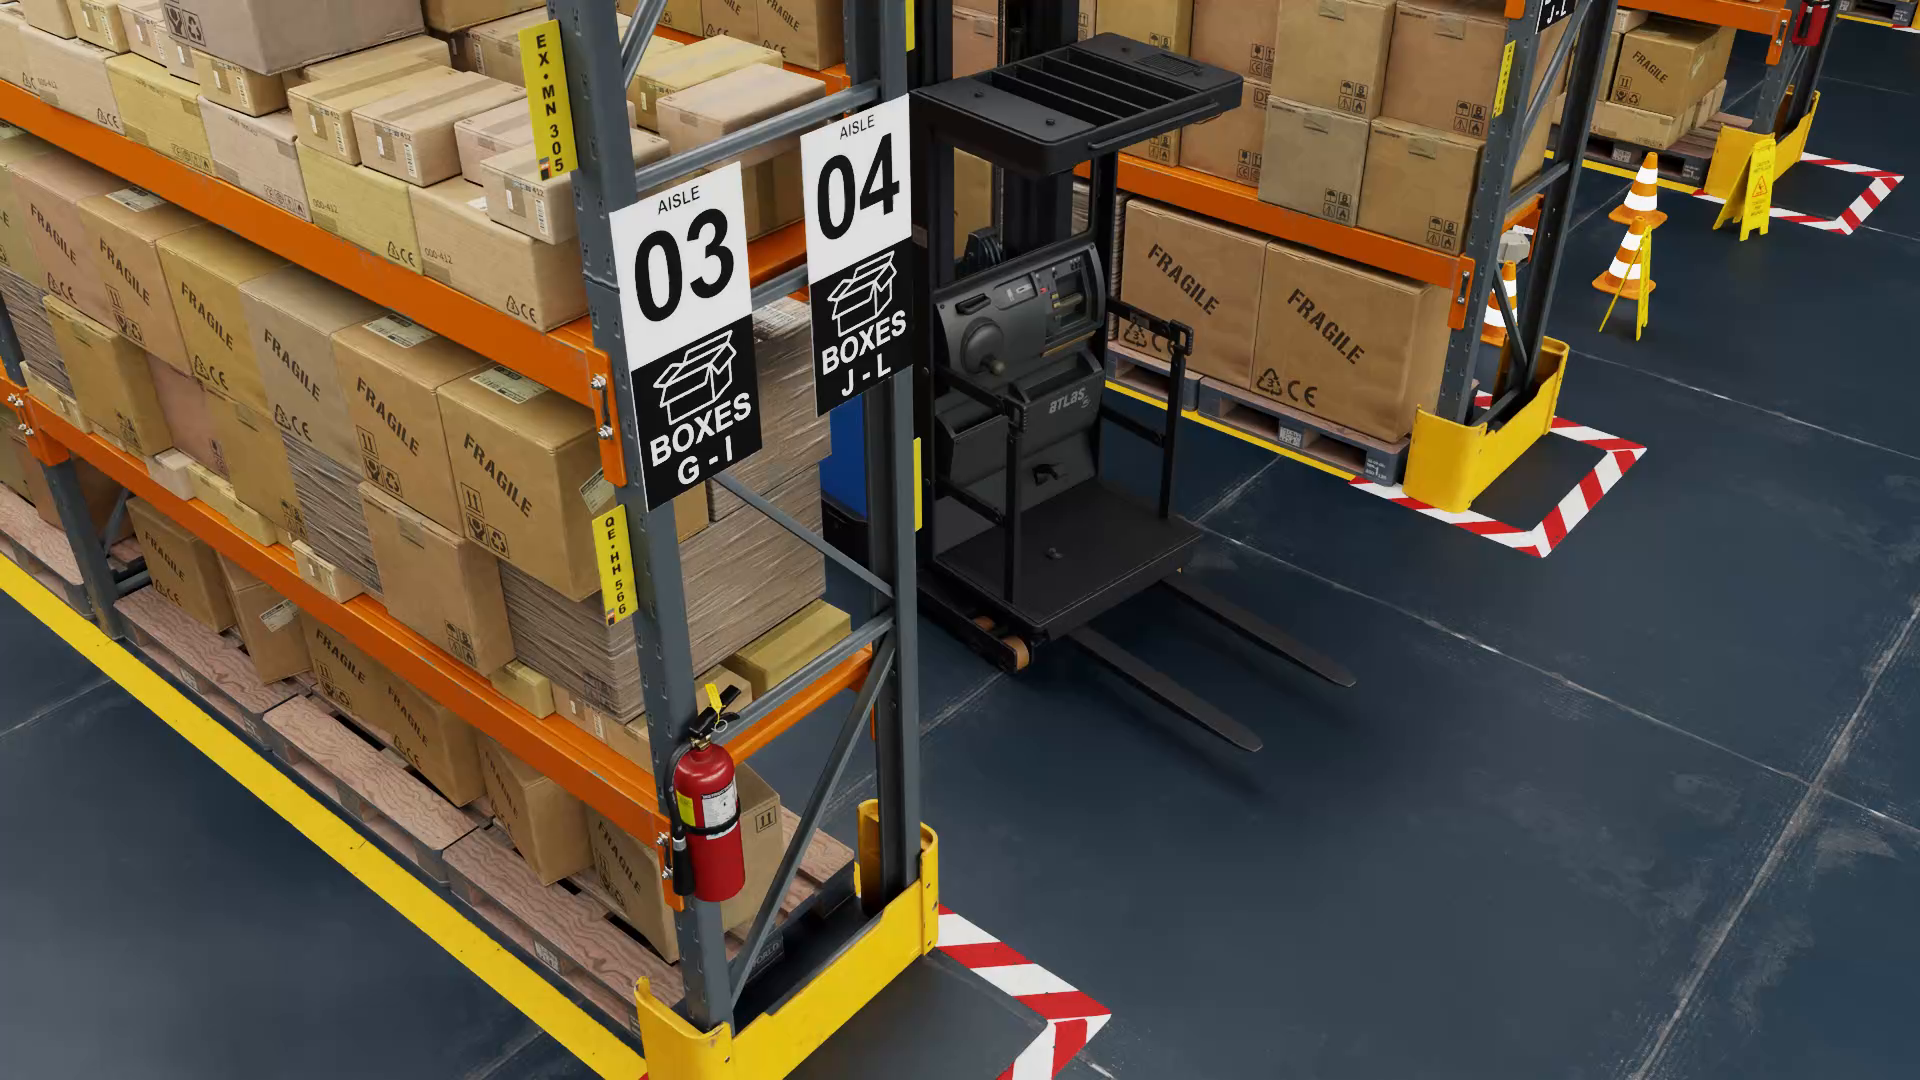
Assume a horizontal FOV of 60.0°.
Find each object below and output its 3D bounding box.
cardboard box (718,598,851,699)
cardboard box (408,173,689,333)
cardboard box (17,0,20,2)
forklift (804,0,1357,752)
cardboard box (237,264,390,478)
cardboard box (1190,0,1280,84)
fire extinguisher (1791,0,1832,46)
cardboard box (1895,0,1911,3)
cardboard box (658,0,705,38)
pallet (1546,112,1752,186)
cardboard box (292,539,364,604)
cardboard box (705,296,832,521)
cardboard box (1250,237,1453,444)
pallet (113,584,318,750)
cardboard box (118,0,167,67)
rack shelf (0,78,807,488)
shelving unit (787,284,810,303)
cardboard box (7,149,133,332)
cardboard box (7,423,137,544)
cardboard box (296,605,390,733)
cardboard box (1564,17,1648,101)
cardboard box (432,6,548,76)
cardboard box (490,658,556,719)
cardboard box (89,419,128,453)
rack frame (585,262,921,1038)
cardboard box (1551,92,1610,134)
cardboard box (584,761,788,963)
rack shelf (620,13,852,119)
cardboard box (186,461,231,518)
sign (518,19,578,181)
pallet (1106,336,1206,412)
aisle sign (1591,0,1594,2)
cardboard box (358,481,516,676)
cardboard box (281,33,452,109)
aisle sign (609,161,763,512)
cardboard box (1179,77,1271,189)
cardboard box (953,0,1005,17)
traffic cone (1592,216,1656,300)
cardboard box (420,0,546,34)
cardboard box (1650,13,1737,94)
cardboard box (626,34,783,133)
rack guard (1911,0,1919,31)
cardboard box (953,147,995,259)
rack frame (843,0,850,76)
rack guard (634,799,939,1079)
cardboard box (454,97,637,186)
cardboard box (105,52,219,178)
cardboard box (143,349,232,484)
[{"bbox_3d":[-0.566,0.337,5.332,0.250,0.149,0.380,25,42,32],"label":"cardboard box"},{"bbox_3d":[-1.032,-0.799,4.246,0.500,0.250,0.500,26,42,33],"label":"cardboard box"},{"bbox_3d":[-2.861,-1.852,5.427,0.250,0.149,0.380,27,43,33],"label":"cardboard box"},{"bbox_3d":[0.414,-0.945,7.037,1.130,2.935,3.031,-27,43,-33],"label":"forklift"},{"bbox_3d":[-1.851,-0.589,5.223,0.500,0.500,0.500,25,42,32],"label":"cardboard box"},{"bbox_3d":[1.666,-2.761,8.534,0.550,0.550,0.875,25,42,32],"label":"cardboard box"},{"bbox_3d":[5.634,-3.598,10.907,0.183,0.674,0.296,25,42,32],"label":"fire extinguisher"},{"bbox_3d":[8.451,-5.105,15.092,0.500,0.250,0.500,26,42,32],"label":"cardboard box"},{"bbox_3d":[-1.671,-3.610,10.769,0.500,0.500,0.500,26,42,32],"label":"cardboard box"},{"bbox_3d":[5.181,-3.059,12.518,1.213,0.211,1.003,25,42,32],"label":"pallet"},{"bbox_3d":[-2.071,0.032,5.775,0.250,0.149,0.380,25,42,32],"label":"cardboard box"},{"bbox_3d":[-0.748,-0.454,5.027,0.500,0.500,0.500,25,42,32],"label":"cardboard box"},{"bbox_3d":[2.188,-1.195,8.847,0.875,0.875,0.875,26,42,32],"label":"cardboard box"},{"bbox_3d":[-3.035,0.368,7.527,1.213,0.211,1.003,25,42,32],"label":"pallet"},{"bbox_3d":[-2.275,-1.562,5.005,0.250,0.149,0.380,26,42,33],"label":"cardboard box"},{"bbox_3d":[-2.036,-1.224,5.369,4.000,0.370,1.077,25,42,32],"label":"rack shelf"},{"bbox_3d":[-0.760,-0.989,8.630,0.258,1.200,0.503,-27,43,-33],"label":"shelving unit"},{"bbox_3d":[-3.005,-1.131,6.013,0.500,0.500,0.500,25,42,32],"label":"cardboard box"},{"bbox_3d":[-4.032,-0.392,7.990,0.500,0.500,0.700,22,40,28],"label":"cardboard box"},{"bbox_3d":[-2.319,0.406,6.847,0.500,0.500,0.500,21,40,28],"label":"cardboard box"},{"bbox_3d":[4.655,-3.585,12.215,0.500,0.500,0.500,27,43,33],"label":"cardboard box"},{"bbox_3d":[-1.321,-1.493,4.905,0.250,0.149,0.380,25,42,32],"label":"cardboard box"},{"bbox_3d":[-1.267,0.371,5.282,0.250,0.149,0.380,25,42,32],"label":"cardboard box"},{"bbox_3d":[-3.207,-0.522,6.582,0.250,0.149,0.380,25,42,32],"label":"cardboard box"},{"bbox_3d":[-0.499,0.440,4.960,0.127,3.000,1.000,25,42,32],"label":"rack frame"},{"bbox_3d":[4.655,-3.278,12.431,0.500,0.250,0.500,25,42,32],"label":"cardboard box"},{"bbox_3d":[-0.969,1.064,5.888,0.500,0.500,0.500,-25,42,-32],"label":"cardboard box"},{"bbox_3d":[-1.859,-3.558,11.417,4.000,0.370,1.077,25,42,32],"label":"rack shelf"},{"bbox_3d":[-2.624,-0.255,6.193,0.250,0.149,0.380,25,42,32],"label":"cardboard box"},{"bbox_3d":[-0.870,-0.927,3.519,0.005,0.325,0.100,25,42,32],"label":"sign"},{"bbox_3d":[1.154,-1.229,9.854,1.213,0.211,1.003,25,42,32],"label":"pallet"},{"bbox_3d":[2.998,-2.858,7.465,0.004,0.787,0.394,25,42,32],"label":"aisle sign"},{"bbox_3d":[-1.366,-0.064,5.342,0.500,0.500,0.875,25,42,32],"label":"cardboard box"},{"bbox_3d":[-1.636,-1.285,4.602,0.250,0.149,0.380,26,42,32],"label":"cardboard box"},{"bbox_3d":[-0.644,-0.479,4.001,0.004,0.787,0.394,25,42,32],"label":"aisle sign"},{"bbox_3d":[1.651,-2.305,8.824,0.550,0.550,0.875,25,42,32],"label":"cardboard box"},{"bbox_3d":[0.436,-3.340,9.377,0.550,0.550,0.875,25,42,32],"label":"cardboard box"},{"bbox_3d":[4.237,-1.814,10.483,0.334,0.463,0.336,25,42,32],"label":"traffic cone"},{"bbox_3d":[-1.468,-1.822,4.811,0.500,0.500,0.500,25,42,32],"label":"cardboard box"},{"bbox_3d":[5.380,-3.641,12.298,0.500,0.500,0.500,24,41,30],"label":"cardboard box"},{"bbox_3d":[-0.700,-1.235,4.530,0.250,0.149,0.380,26,42,33],"label":"cardboard box"},{"bbox_3d":[9.033,-4.993,15.079,0.348,0.500,1.175,25,42,32],"label":"rack guard"},{"bbox_3d":[0.116,-2.169,10.265,0.875,0.875,0.875,26,42,32],"label":"cardboard box"},{"bbox_3d":[-0.322,-3.130,10.158,0.127,3.000,1.000,25,42,32],"label":"rack frame"},{"bbox_3d":[-0.558,1.443,5.707,0.348,0.500,1.175,25,42,32],"label":"rack guard"},{"bbox_3d":[-1.037,-1.009,4.200,0.250,0.149,0.380,24,41,30],"label":"cardboard box"},{"bbox_3d":[-2.196,-1.348,5.045,0.500,0.250,0.500,24,41,31],"label":"cardboard box"},{"bbox_3d":[-2.457,-0.649,6.194,0.500,0.500,0.875,25,42,32],"label":"cardboard box"}]
